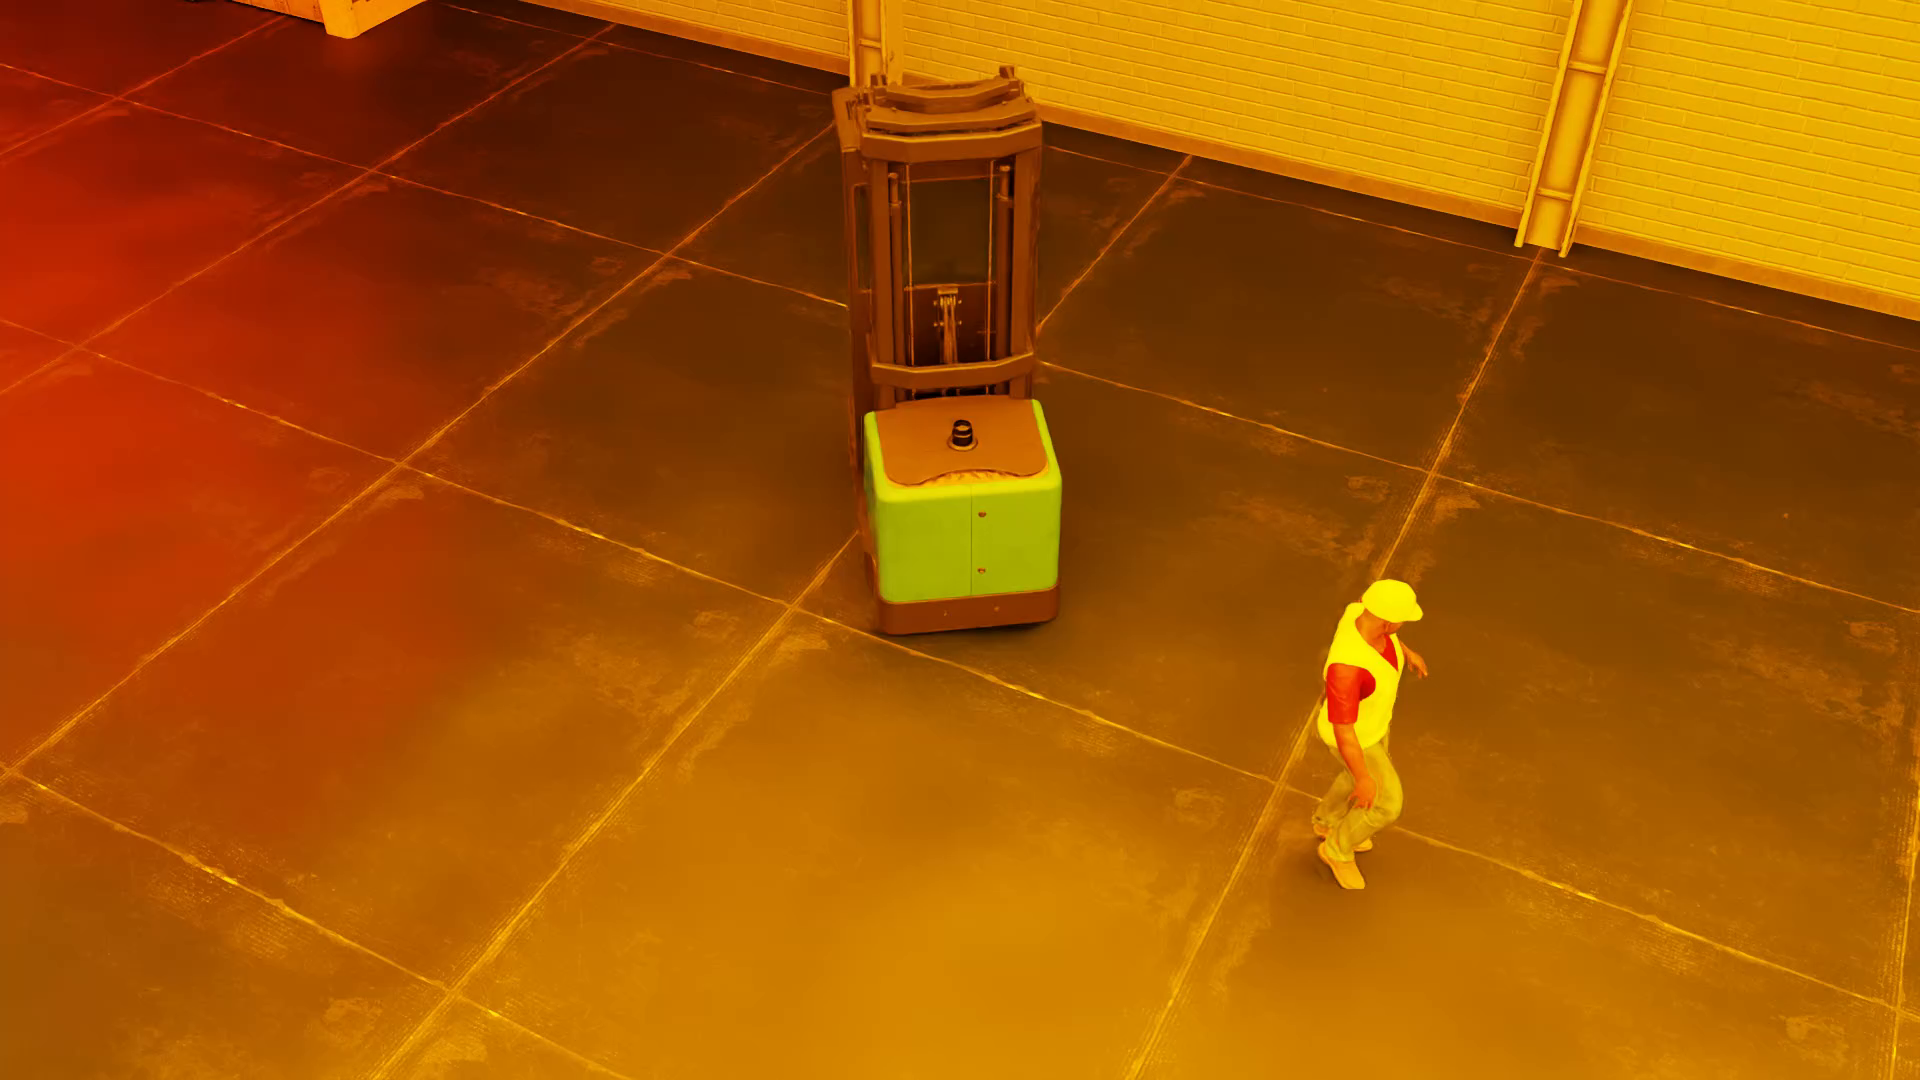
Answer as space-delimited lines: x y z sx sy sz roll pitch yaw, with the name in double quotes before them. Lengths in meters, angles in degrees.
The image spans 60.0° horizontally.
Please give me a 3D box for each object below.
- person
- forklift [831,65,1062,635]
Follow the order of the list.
"person" 1.943 0.879 7.892 0.501 1.774 0.918 17 43 19
"forklift" -0.136 -1.527 9.799 1.130 2.935 3.031 -5 40 -6
